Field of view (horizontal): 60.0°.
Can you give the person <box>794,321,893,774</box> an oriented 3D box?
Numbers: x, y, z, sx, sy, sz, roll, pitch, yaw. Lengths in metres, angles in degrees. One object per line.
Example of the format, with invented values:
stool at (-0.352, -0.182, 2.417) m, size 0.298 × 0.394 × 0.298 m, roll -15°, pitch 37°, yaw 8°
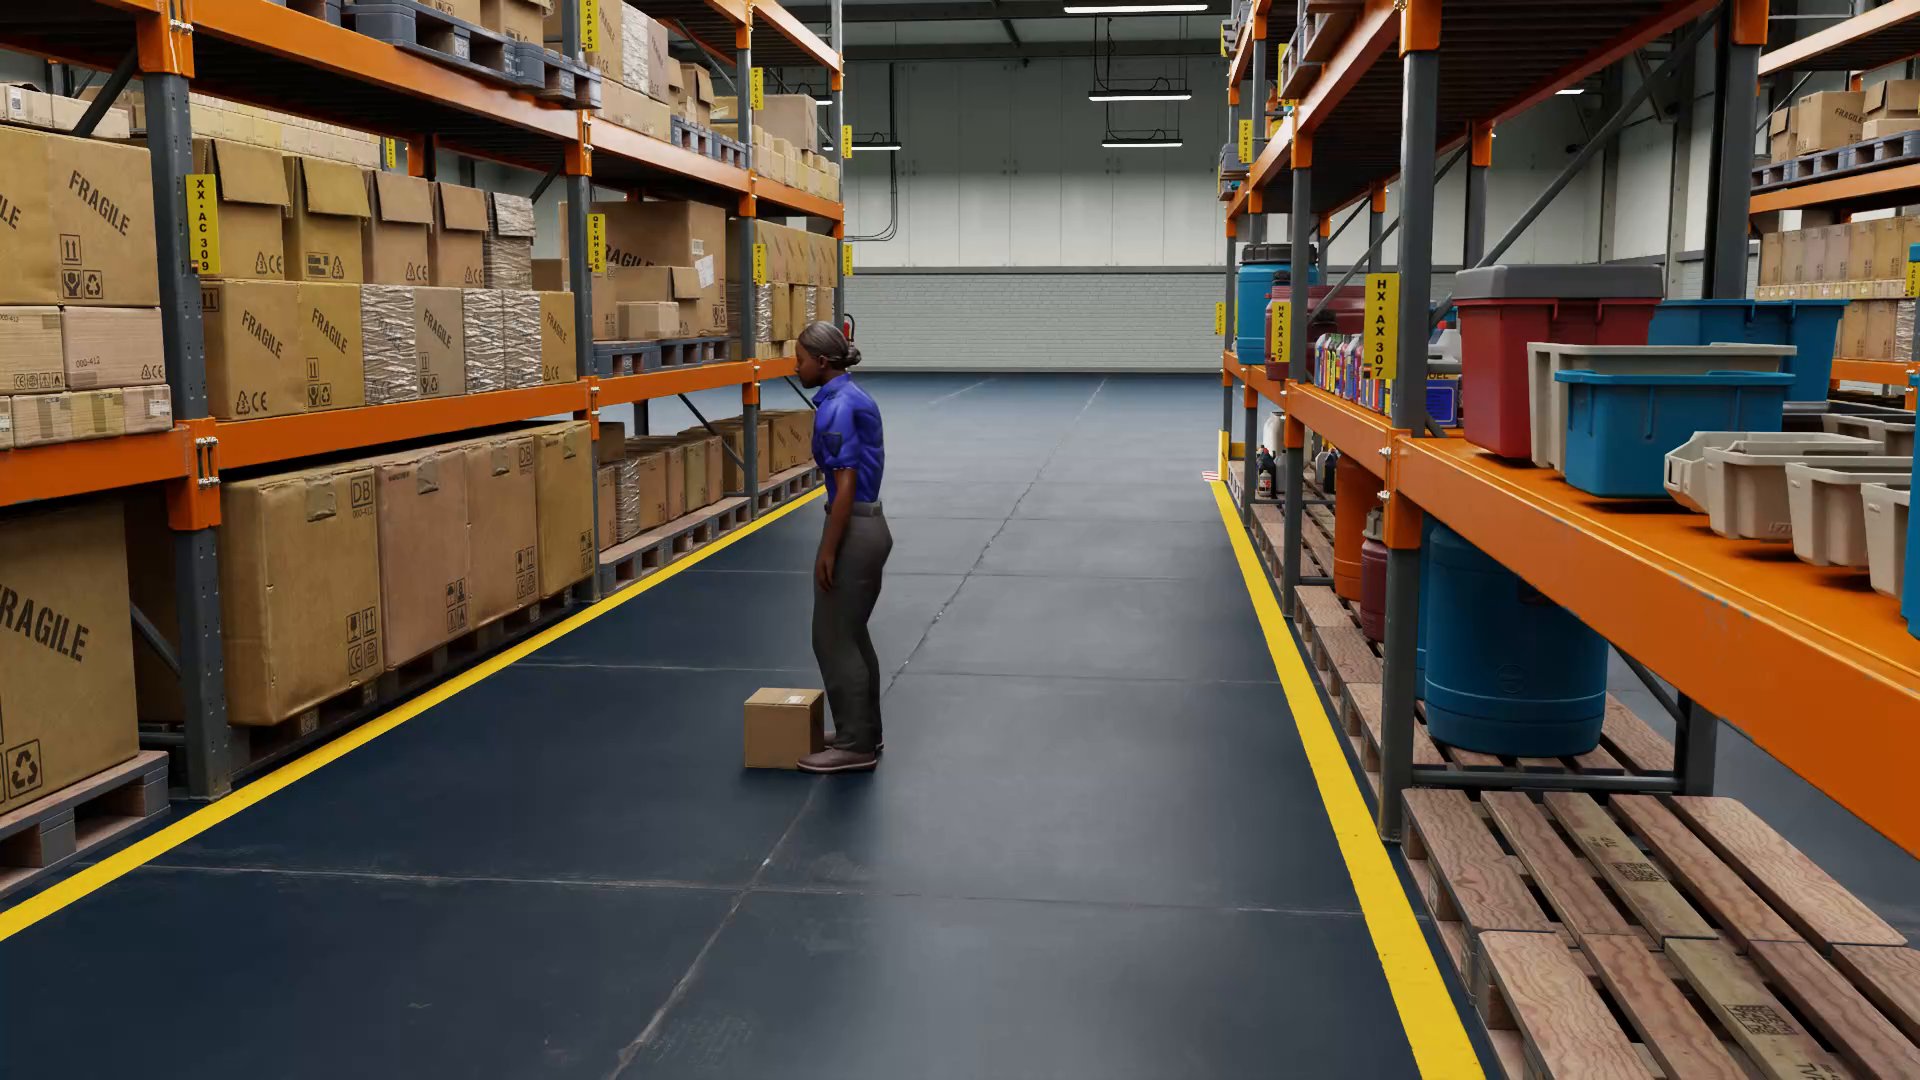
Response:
person at (-0.433, 0.018, 6.184) m, size 0.352 × 1.654 × 0.512 m, roll 1°, pitch 8°, yaw 6°
